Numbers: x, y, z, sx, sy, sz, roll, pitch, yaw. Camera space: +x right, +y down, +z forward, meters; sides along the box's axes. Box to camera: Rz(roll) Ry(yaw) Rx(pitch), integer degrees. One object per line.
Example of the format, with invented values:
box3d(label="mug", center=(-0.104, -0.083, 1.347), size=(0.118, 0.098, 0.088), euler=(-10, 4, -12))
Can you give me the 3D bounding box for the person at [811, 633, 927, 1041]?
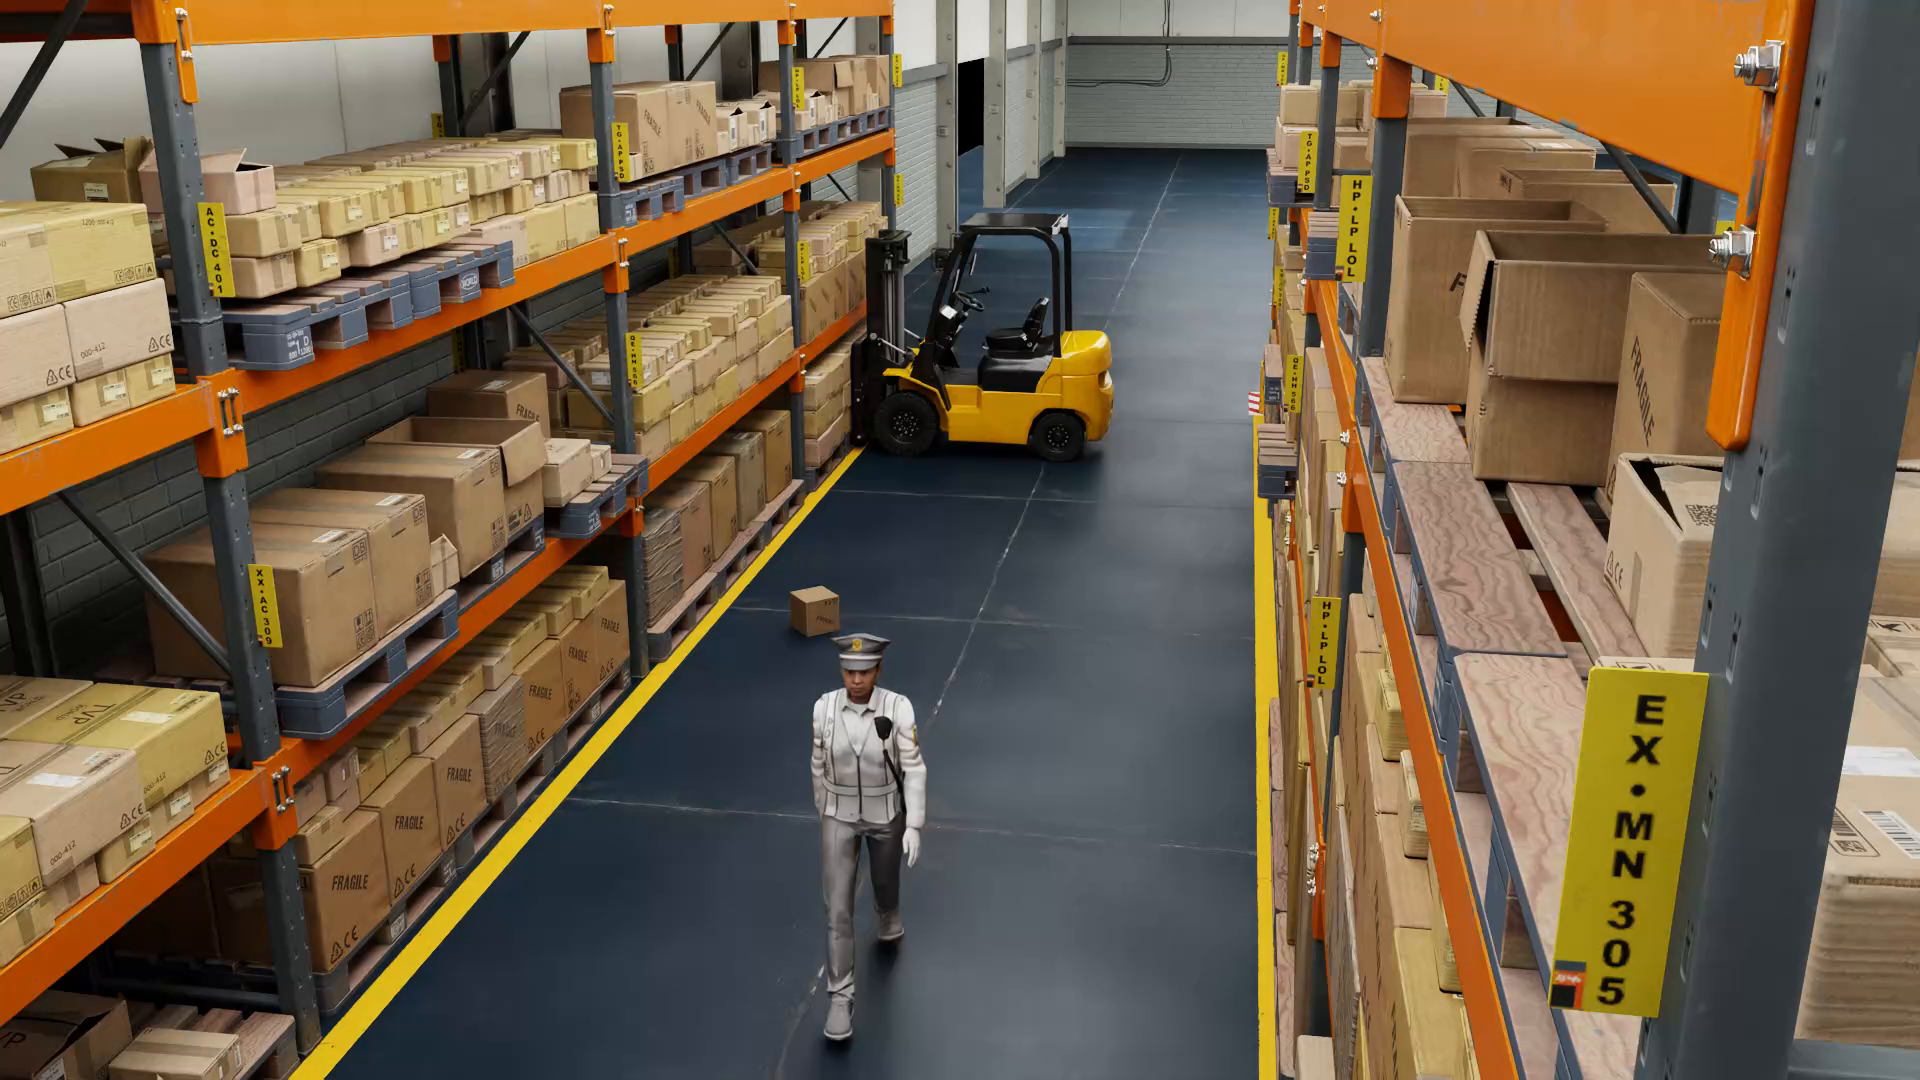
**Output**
box3d(label="person", center=(-0.384, 1.148, 6.983), size=(0.495, 1.631, 1.004), euler=(0, 18, 0))
